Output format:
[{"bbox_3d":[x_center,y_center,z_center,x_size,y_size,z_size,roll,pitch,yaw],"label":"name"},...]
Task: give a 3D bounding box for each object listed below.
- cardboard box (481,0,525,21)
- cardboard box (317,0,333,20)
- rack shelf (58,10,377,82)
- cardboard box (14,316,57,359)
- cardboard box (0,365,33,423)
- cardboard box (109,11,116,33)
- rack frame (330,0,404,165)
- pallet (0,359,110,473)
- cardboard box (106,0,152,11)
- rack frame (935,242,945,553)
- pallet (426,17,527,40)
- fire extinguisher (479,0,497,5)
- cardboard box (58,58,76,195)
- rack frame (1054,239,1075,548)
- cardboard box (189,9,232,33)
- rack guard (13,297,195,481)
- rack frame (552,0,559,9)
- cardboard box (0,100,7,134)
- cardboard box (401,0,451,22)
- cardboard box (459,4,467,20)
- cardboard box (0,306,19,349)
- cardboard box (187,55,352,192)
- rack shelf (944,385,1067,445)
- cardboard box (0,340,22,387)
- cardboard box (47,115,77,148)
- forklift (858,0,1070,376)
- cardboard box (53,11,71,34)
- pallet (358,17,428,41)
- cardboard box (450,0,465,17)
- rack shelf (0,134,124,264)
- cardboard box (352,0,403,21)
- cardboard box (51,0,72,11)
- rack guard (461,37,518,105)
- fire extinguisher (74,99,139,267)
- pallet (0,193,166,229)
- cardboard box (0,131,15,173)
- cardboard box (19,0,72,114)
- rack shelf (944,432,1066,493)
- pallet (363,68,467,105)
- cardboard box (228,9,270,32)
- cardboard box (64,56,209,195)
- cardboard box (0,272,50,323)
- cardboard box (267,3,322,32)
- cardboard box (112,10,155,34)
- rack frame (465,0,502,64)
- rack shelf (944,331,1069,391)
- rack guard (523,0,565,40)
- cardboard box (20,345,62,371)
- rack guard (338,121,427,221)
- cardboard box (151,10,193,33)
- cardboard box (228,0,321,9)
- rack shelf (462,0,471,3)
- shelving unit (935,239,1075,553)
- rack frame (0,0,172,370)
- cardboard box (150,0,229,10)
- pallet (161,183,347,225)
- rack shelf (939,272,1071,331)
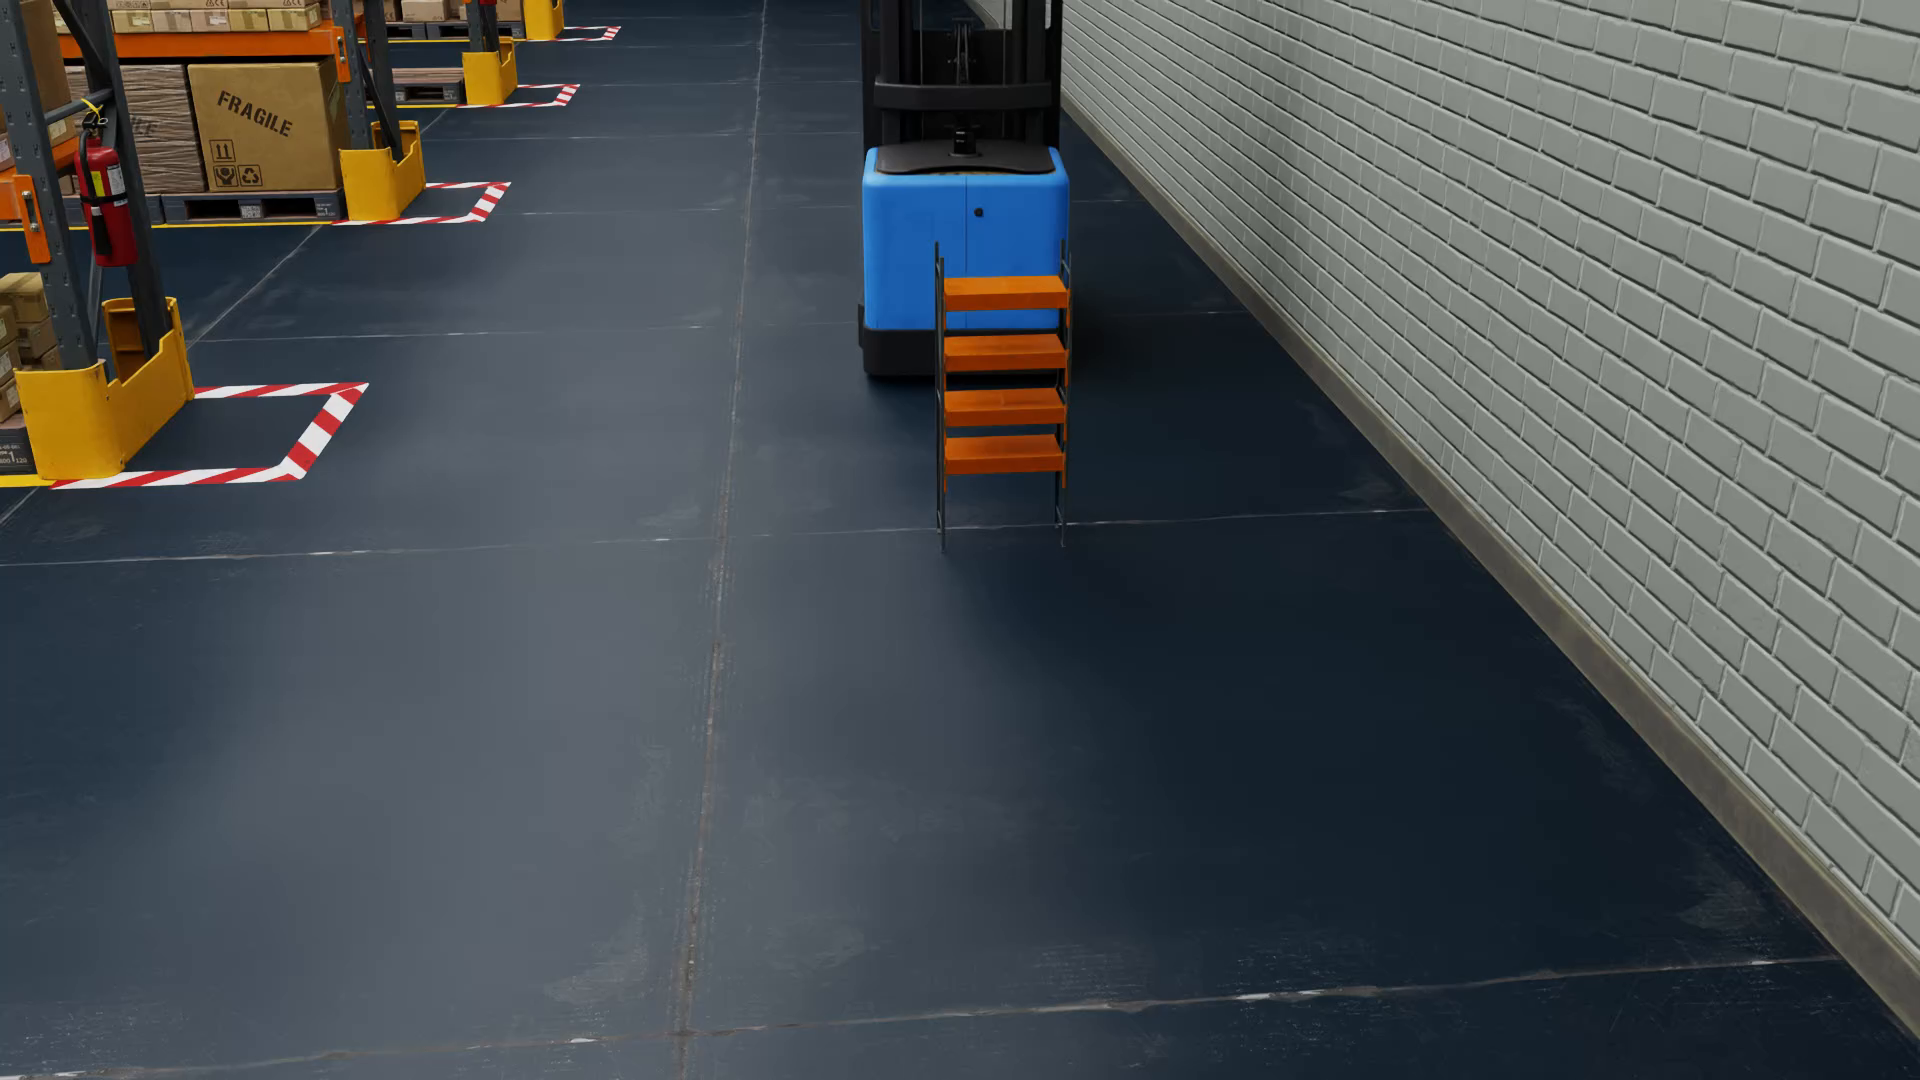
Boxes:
[{"bbox_3d":[-5.770,-6.827,20.953,0.500,0.500,0.500,-2,24,-5],"label":"cardboard box"},{"bbox_3d":[-4.669,-3.890,12.118,0.250,0.149,0.380,-2,24,-5],"label":"cardboard box"},{"bbox_3d":[-6.274,-3.477,11.765,4.000,0.370,1.077,-2,24,-5],"label":"rack shelf"},{"bbox_3d":[-4.443,-0.985,7.899,0.250,0.149,0.380,-1,24,-3],"label":"cardboard box"},{"bbox_3d":[-4.400,-0.661,7.536,0.250,0.149,0.380,-2,24,-4],"label":"cardboard box"},{"bbox_3d":[-5.880,-3.571,11.401,0.250,0.149,0.380,-2,24,-5],"label":"cardboard box"},{"bbox_3d":[-4.283,-3.886,11.799,0.127,3.000,1.000,-2,24,-5],"label":"rack frame"},{"bbox_3d":[-4.784,-0.581,7.798,1.213,0.211,1.003,-2,24,-5],"label":"pallet"},{"bbox_3d":[-5.751,-3.786,11.393,0.500,0.250,0.500,-3,24,-7],"label":"cardboard box"},{"bbox_3d":[-0.078,-0.545,6.499,0.015,1.200,0.240,-2,24,-5],"label":"rack frame"},{"bbox_3d":[-6.122,-6.580,21.295,1.213,0.211,1.003,-2,24,-5],"label":"pallet"},{"bbox_3d":[-4.575,-5.504,15.995,0.183,0.674,0.296,-2,24,-5],"label":"fire extinguisher"},{"bbox_3d":[-6.704,-2.977,11.853,0.875,0.875,0.875,-2,24,-5],"label":"cardboard box"},{"bbox_3d":[0.408,-0.565,6.543,0.015,1.200,0.240,-2,24,-5],"label":"rack frame"},{"bbox_3d":[-5.115,-3.603,11.472,0.250,0.149,0.380,-2,24,-5],"label":"cardboard box"},{"bbox_3d":[-3.972,-0.731,7.780,0.348,0.500,1.175,-2,24,-5],"label":"rack guard"},{"bbox_3d":[-5.253,-7.890,20.808,0.127,3.000,1.000,-2,24,-5],"label":"rack frame"},{"bbox_3d":[-4.318,-1.936,6.924,0.500,0.500,0.500,-2,24,-4],"label":"cardboard box"},{"bbox_3d":[-6.718,-6.687,20.946,0.500,0.250,0.500,-2,24,-5],"label":"cardboard box"},{"bbox_3d":[-6.182,-6.695,21.066,0.250,0.166,0.380,-2,24,-5],"label":"cardboard box"},{"bbox_3d":[-4.398,-0.914,7.374,0.250,0.149,0.380,-2,24,-5],"label":"cardboard box"},{"bbox_3d":[-4.912,-3.049,12.015,0.875,0.875,0.875,-2,24,-5],"label":"cardboard box"},{"bbox_3d":[0.165,-0.493,6.548,0.480,0.148,0.258,-2,24,-5],"label":"rack shelf"},{"bbox_3d":[-4.393,-0.765,7.406,0.250,0.149,0.380,-3,24,-7],"label":"cardboard box"},{"bbox_3d":[-4.251,-1.881,7.599,0.250,0.149,0.380,-2,24,-6],"label":"cardboard box"},{"bbox_3d":[0.002,-2.723,9.267,1.130,2.935,3.031,0,24,-1],"label":"forklift"},{"bbox_3d":[-6.126,-3.563,11.381,0.250,0.149,0.380,-2,24,-4],"label":"cardboard box"},{"bbox_3d":[-7.333,-6.533,21.188,1.213,0.211,1.003,-2,24,-5],"label":"pallet"},{"bbox_3d":[-6.320,-6.907,21.441,0.500,0.250,0.500,-2,24,-5],"label":"cardboard box"},{"bbox_3d":[-5.887,-1.468,7.246,4.000,0.370,1.077,-2,24,-5],"label":"rack shelf"},{"bbox_3d":[-7.365,-6.867,21.039,0.637,0.503,0.797,-2,24,-5],"label":"cardboard box"},{"bbox_3d":[-6.269,-3.763,11.342,0.500,0.250,0.500,-2,24,-5],"label":"cardboard box"},{"bbox_3d":[-4.747,-4.751,16.824,0.348,0.500,1.175,-2,24,-5],"label":"rack guard"},{"bbox_3d":[-3.600,-1.494,6.974,0.183,0.674,0.296,-2,24,-5],"label":"fire extinguisher"},{"bbox_3d":[-6.283,-2.500,12.115,1.213,0.211,1.003,-2,24,-5],"label":"pallet"},{"bbox_3d":[-4.193,-1.635,7.044,0.250,0.149,0.380,-2,24,-5],"label":"cardboard box"},{"bbox_3d":[-4.370,-2.152,7.409,0.500,0.500,0.500,-1,24,-3],"label":"cardboard box"},{"bbox_3d":[0.165,-0.312,6.629,0.480,0.148,0.258,-2,24,-5],"label":"rack shelf"},{"bbox_3d":[-5.595,-4.596,16.830,1.213,0.211,1.003,-2,24,-5],"label":"pallet"},{"bbox_3d":[-4.864,-3.612,11.493,0.250,0.149,0.380,-2,24,-5],"label":"cardboard box"},{"bbox_3d":[-5.818,-3.012,11.933,0.875,0.875,0.875,-2,24,-5],"label":"cardboard box"},{"bbox_3d":[-4.451,-1.154,7.914,0.250,0.149,0.380,-3,24,-8],"label":"cardboard box"},{"bbox_3d":[-4.605,-3.623,11.518,0.250,0.149,0.380,-2,24,-4],"label":"cardboard box"},{"bbox_3d":[-5.621,-3.582,11.425,0.250,0.149,0.380,-3,24,-6],"label":"cardboard box"},{"bbox_3d":[-4.770,-5.888,16.303,0.127,3.000,1.000,-2,24,-5],"label":"rack frame"},{"bbox_3d":[0.165,-0.698,6.458,0.480,0.148,0.258,-2,24,-5],"label":"rack shelf"},{"bbox_3d":[-5.329,-6.745,21.309,0.348,0.500,1.175,-2,24,-5],"label":"rack guard"},{"bbox_3d":[-4.449,-0.874,8.017,0.250,0.149,0.380,-2,24,-4],"label":"cardboard box"},{"bbox_3d":[-4.259,-2.744,12.309,0.348,0.500,1.175,-2,24,-5],"label":"rack guard"},{"bbox_3d":[-5.363,-3.593,11.450,0.250,0.149,0.380,-2,24,-4],"label":"cardboard box"},{"bbox_3d":[-4.739,-3.826,11.484,0.500,0.250,0.500,-3,24,-6],"label":"cardboard box"},{"bbox_3d":[-6.760,-5.479,16.269,4.000,0.370,1.077,-2,24,-5],"label":"rack shelf"},{"bbox_3d":[0.165,-0.555,6.521,0.503,1.200,0.258,-2,24,-5],"label":"shelving unit"},{"bbox_3d":[-3.896,-1.877,7.279,0.127,3.000,1.000,-2,24,-5],"label":"rack frame"},{"bbox_3d":[-5.244,-3.806,11.439,0.500,0.250,0.500,-3,24,-6],"label":"cardboard box"},{"bbox_3d":[-5.071,-2.548,12.222,1.213,0.211,1.003,-2,24,-5],"label":"pallet"},{"bbox_3d":[0.165,-0.914,6.362,0.480,0.148,0.258,-2,24,-5],"label":"rack shelf"}]
